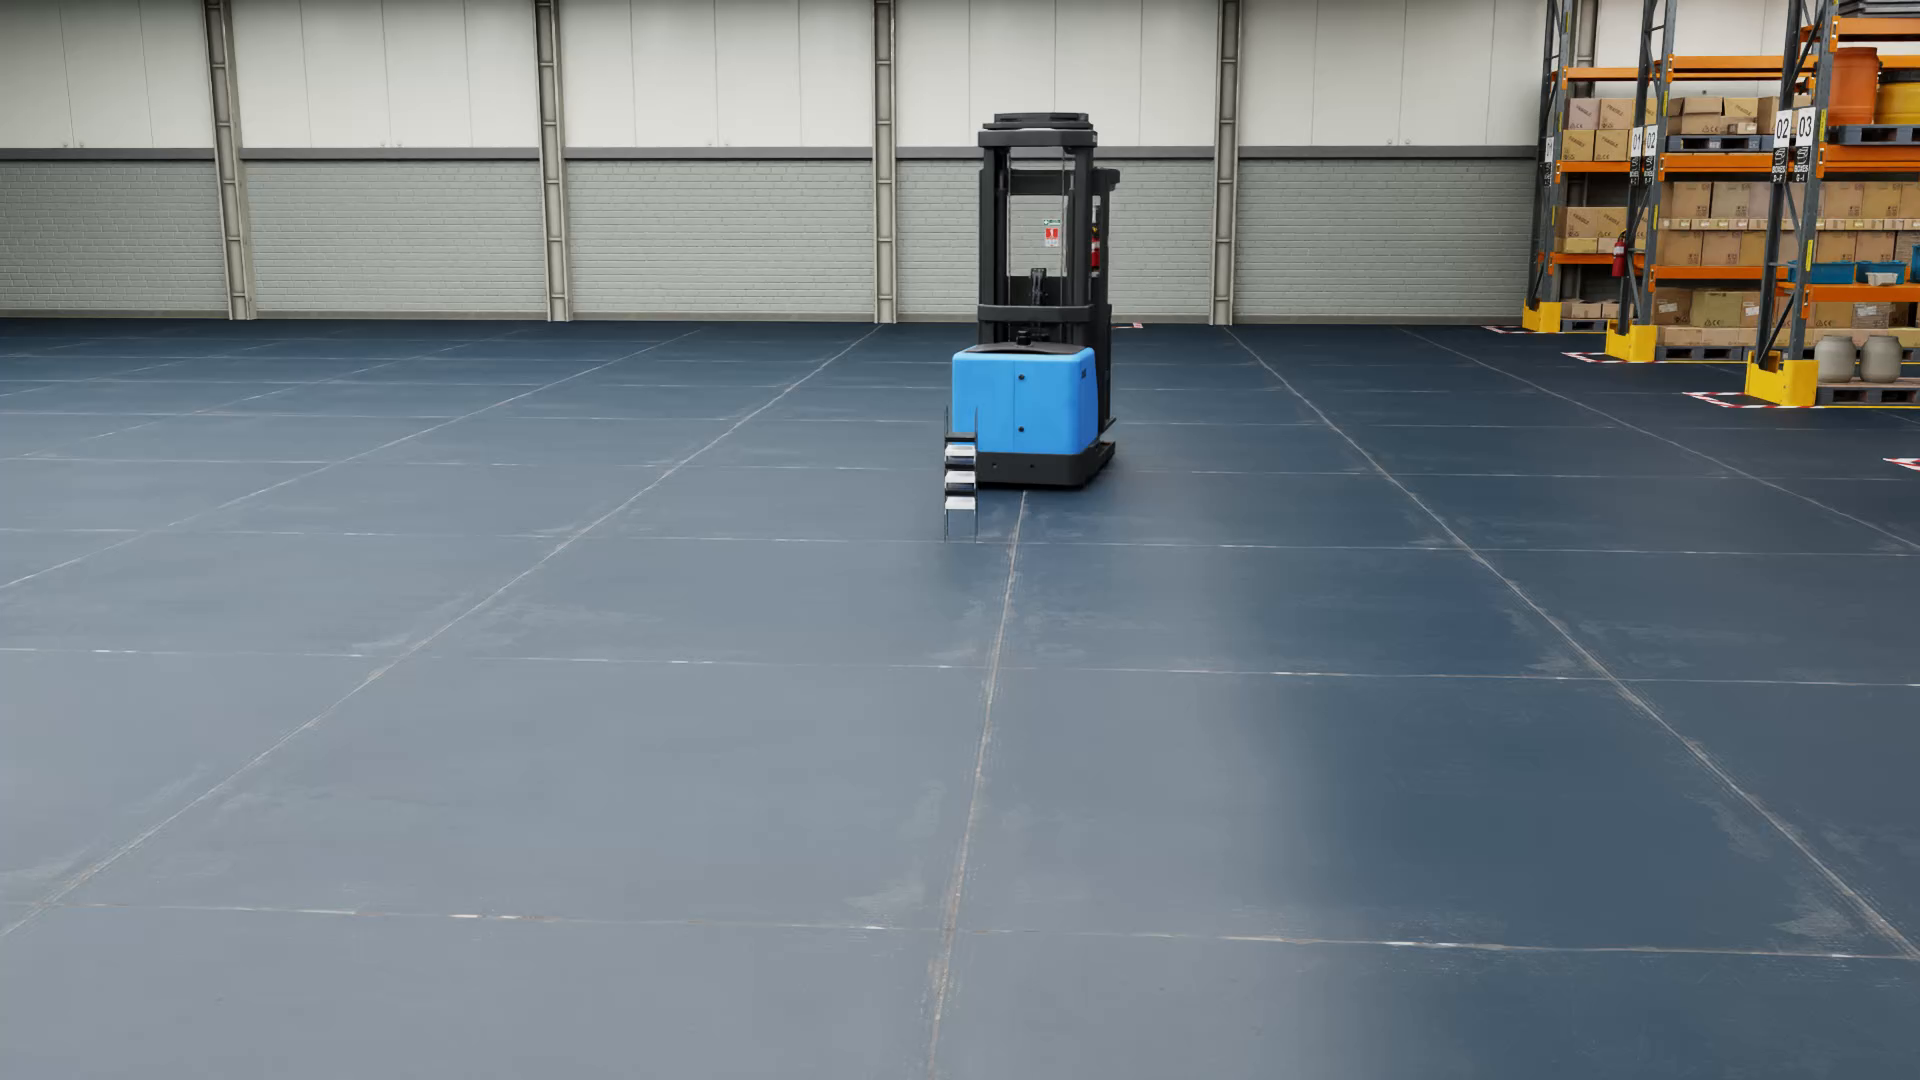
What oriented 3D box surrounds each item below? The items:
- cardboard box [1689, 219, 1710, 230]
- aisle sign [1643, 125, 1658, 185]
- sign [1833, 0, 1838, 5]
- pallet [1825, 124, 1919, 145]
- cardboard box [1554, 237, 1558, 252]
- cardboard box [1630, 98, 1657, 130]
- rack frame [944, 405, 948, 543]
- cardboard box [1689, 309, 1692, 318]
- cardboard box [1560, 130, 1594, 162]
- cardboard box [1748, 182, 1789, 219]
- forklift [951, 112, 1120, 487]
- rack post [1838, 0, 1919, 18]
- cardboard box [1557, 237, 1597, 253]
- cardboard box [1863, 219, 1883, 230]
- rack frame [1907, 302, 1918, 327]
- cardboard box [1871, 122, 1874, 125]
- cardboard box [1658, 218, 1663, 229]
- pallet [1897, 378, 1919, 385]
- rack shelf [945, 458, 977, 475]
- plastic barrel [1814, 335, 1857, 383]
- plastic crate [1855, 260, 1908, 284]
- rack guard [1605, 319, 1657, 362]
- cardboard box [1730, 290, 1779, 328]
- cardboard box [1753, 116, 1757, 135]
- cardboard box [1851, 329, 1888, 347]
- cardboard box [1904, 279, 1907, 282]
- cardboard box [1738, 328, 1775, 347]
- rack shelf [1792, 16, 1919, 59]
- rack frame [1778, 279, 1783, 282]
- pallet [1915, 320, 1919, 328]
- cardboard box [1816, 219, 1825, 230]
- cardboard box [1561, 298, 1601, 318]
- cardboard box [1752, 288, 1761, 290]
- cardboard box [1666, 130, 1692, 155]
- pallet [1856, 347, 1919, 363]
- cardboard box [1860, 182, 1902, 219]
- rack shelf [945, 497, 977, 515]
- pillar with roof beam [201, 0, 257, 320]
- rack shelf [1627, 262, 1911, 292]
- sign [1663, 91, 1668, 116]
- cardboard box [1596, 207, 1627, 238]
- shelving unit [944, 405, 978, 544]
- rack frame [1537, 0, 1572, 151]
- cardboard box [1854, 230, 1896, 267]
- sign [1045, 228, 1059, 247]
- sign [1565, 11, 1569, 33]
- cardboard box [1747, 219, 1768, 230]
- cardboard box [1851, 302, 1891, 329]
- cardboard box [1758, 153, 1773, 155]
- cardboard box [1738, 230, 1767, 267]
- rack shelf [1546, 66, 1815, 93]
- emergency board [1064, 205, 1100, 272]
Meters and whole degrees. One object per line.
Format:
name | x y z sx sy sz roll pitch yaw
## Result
cardboard box | 10.195 -4.379 23.049 0.250 0.149 0.380 0 12 2
aisle sign | 9.468 -5.276 22.815 0.004 0.787 0.394 1 12 4
sign | 9.178 -5.775 17.409 0.005 0.325 0.100 1 12 4
pallet | 10.038 -4.398 18.101 1.213 0.211 1.003 1 12 4
cardboard box | 10.361 -5.047 28.386 0.500 0.250 0.500 1 12 5
cardboard box | 11.259 -7.017 27.425 0.500 0.500 0.500 1 12 5
rack frame | -0.093 -0.442 11.182 0.006 0.900 0.240 1 12 4
cardboard box | 12.278 -3.868 28.323 0.250 0.149 0.380 0 12 -1
cardboard box | 10.198 -6.549 27.629 0.500 0.500 0.500 1 12 5
cardboard box | 11.100 -4.727 23.125 0.500 0.500 0.700 1 12 4
forklift | 0.753 -2.113 14.210 1.130 2.935 3.031 3 12 13
rack post | 9.965 -5.709 17.802 0.954 0.300 0.937 2 12 10
cardboard box | 10.347 -4.942 27.885 0.500 0.250 0.500 0 12 2
cardboard box | 12.489 -4.347 22.895 0.250 0.149 0.380 1 12 4
rack frame | 13.545 -4.010 23.114 0.127 3.000 1.000 1 12 4
cardboard box | 12.323 -5.590 22.588 0.250 0.149 0.380 1 12 4
cardboard box | 9.948 -4.465 23.460 0.250 0.149 0.380 1 12 3
pallet | 11.323 -1.668 18.724 1.213 0.211 1.003 1 12 4
rack shelf | 0.008 -0.496 11.164 0.200 0.077 0.258 1 12 4
plastic barrel | 9.881 -2.048 18.782 0.421 0.512 0.421 0 12 0
plastic crate | 10.386 -3.025 18.765 0.408 0.251 0.499 1 12 4
rack guard | 9.530 -2.842 23.633 0.348 0.500 1.175 1 12 4
cardboard box | 11.073 -3.228 23.234 0.500 0.500 0.500 1 12 4
cardboard box | 11.276 -5.794 23.166 0.500 0.311 0.500 2 12 10
cardboard box | 12.570 -2.841 23.212 0.500 0.250 0.500 1 12 4
cardboard box | 15.567 -4.363 27.999 0.500 0.250 0.500 0 12 2
cardboard box | 11.072 -2.859 23.300 0.500 0.250 0.500 1 12 4
rack shelf | 11.215 -5.415 17.908 4.000 0.370 1.077 1 12 4
rack frame | 13.873 -5.023 27.952 0.127 3.000 1.000 1 12 4
pallet | 15.870 -3.631 28.111 1.213 0.211 1.003 1 12 4
cardboard box | 11.728 -4.358 22.945 0.250 0.149 0.380 1 12 6
cardboard box | 10.566 -3.949 28.311 0.500 0.311 0.500 -1 12 -3
cardboard box | 11.607 -3.328 23.708 0.500 0.500 0.500 1 12 4
cardboard box | 11.786 -6.525 27.514 0.500 0.500 0.500 2 12 7
pallet | 12.755 -2.665 23.493 1.213 0.211 1.003 1 12 4
cardboard box | 12.598 -4.706 23.026 0.500 0.500 0.700 1 12 4
rack shelf | 0.008 -0.232 11.219 0.200 0.077 0.258 1 12 4
pillar with roof beam | -13.596 -7.630 25.764 0.400 9.000 9.100 1 12 4
rack shelf | 11.550 -3.686 23.319 4.000 0.370 1.077 1 12 4
sign | 9.511 -5.887 22.430 0.005 0.325 0.100 1 12 4
cardboard box | 10.830 -5.304 27.784 0.500 0.500 0.500 1 12 4
shelving unit | 0.008 -0.440 11.175 0.210 0.900 0.258 1 12 4
rack frame | 9.881 -8.014 27.600 0.127 3.000 1.000 1 12 4
cardboard box | 12.575 -4.070 23.155 0.500 0.500 0.700 1 12 3
sign | 1.643 -5.414 29.738 0.234 0.329 0.001 1 12 4
sign | 9.845 -8.399 26.966 0.005 0.325 0.100 1 12 4
cardboard box | 10.961 -4.368 22.997 0.250 0.149 0.380 0 12 2
cardboard box | 12.570 -3.208 23.137 0.500 0.500 0.500 1 12 4
cardboard box | 13.350 -6.506 27.425 0.500 0.500 0.500 1 12 5
cardboard box | 11.038 -4.091 23.255 0.500 0.500 0.700 1 12 4
rack shelf | 11.877 -7.633 27.543 4.000 0.370 1.077 1 12 4
emergency board | 2.188 -5.368 29.604 0.643 1.169 0.194 1 12 4
